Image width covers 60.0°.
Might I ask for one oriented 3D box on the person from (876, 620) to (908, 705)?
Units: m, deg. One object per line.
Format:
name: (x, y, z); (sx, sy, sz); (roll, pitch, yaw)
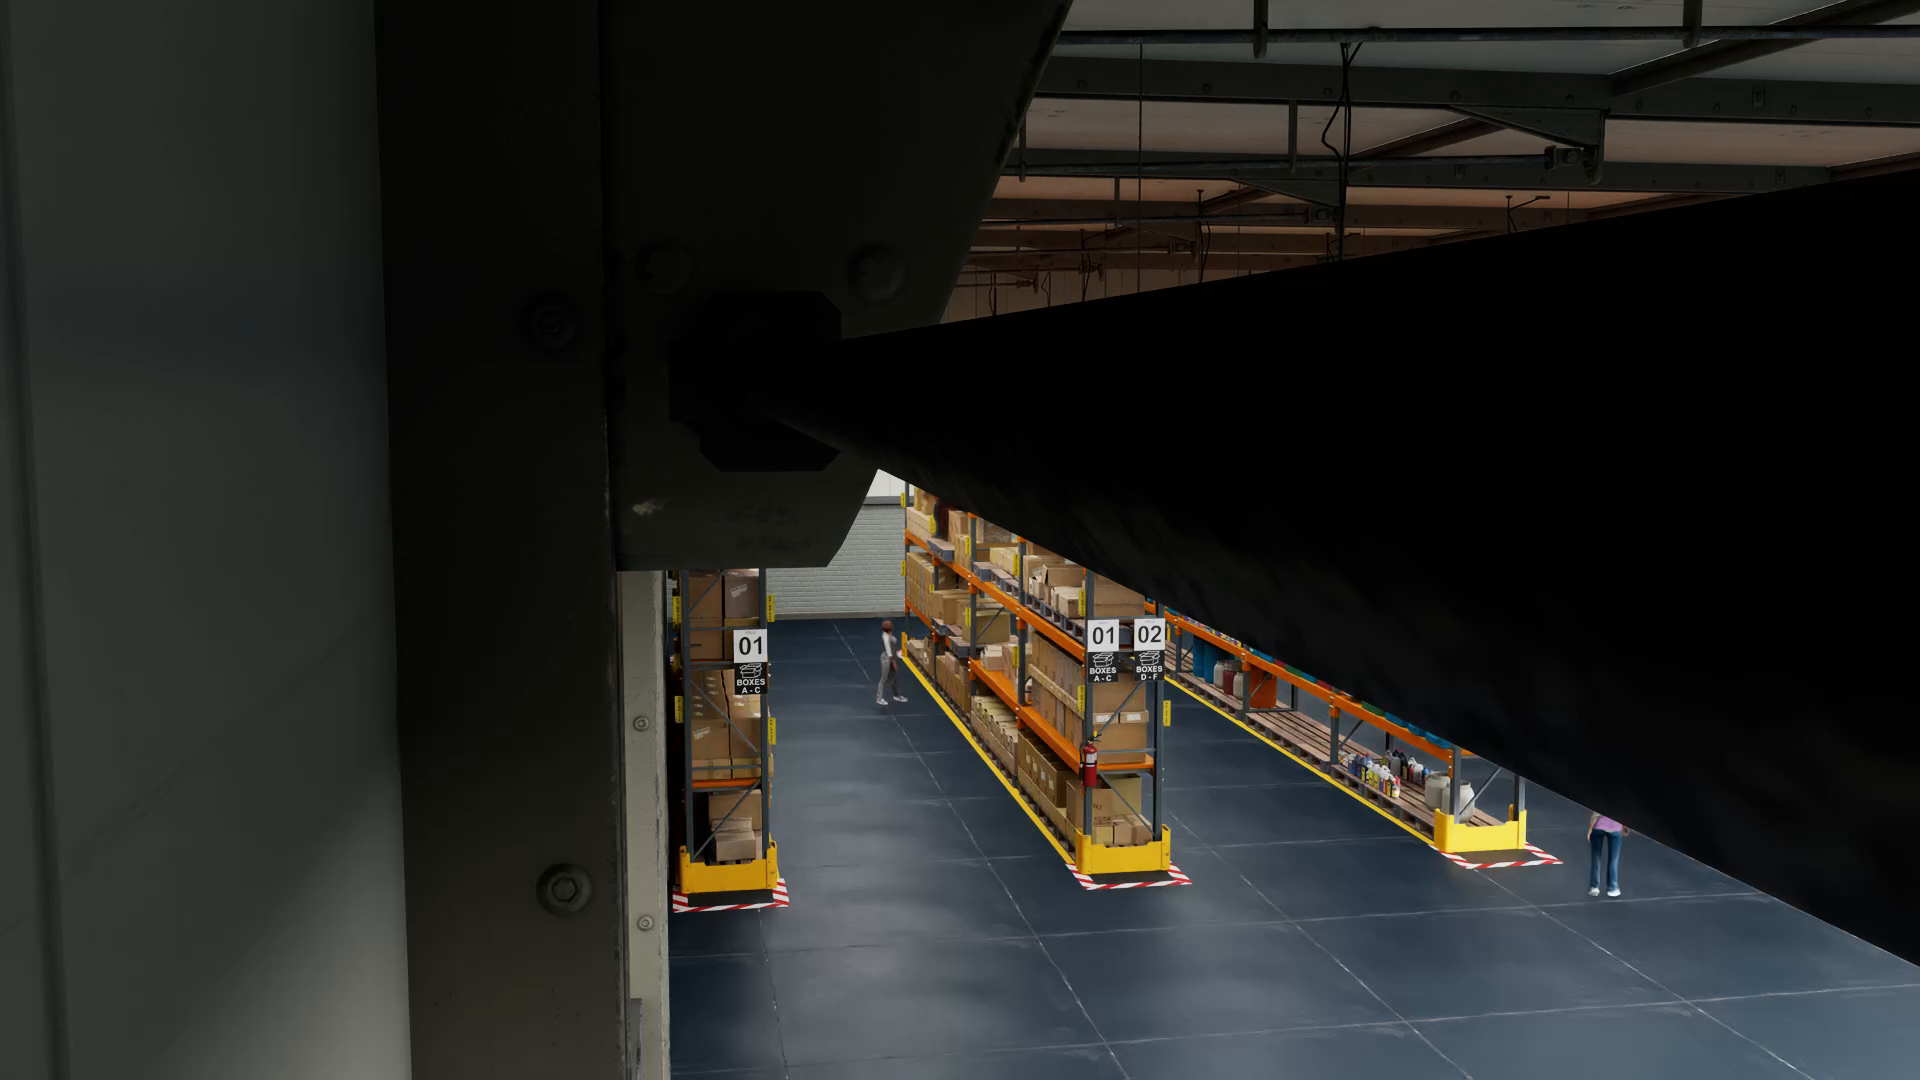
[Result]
person: (-1.296, 2.273, 31.171); (0.520, 1.597, 0.559); (1, 6, 11)

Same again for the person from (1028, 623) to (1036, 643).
person: (1.469, 1.873, 34.654); (0.413, 1.701, 0.551); (2, 6, 18)

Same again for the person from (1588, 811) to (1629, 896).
person: (7.762, 3.490, 19.875); (0.464, 1.633, 0.451); (3, 7, 26)
